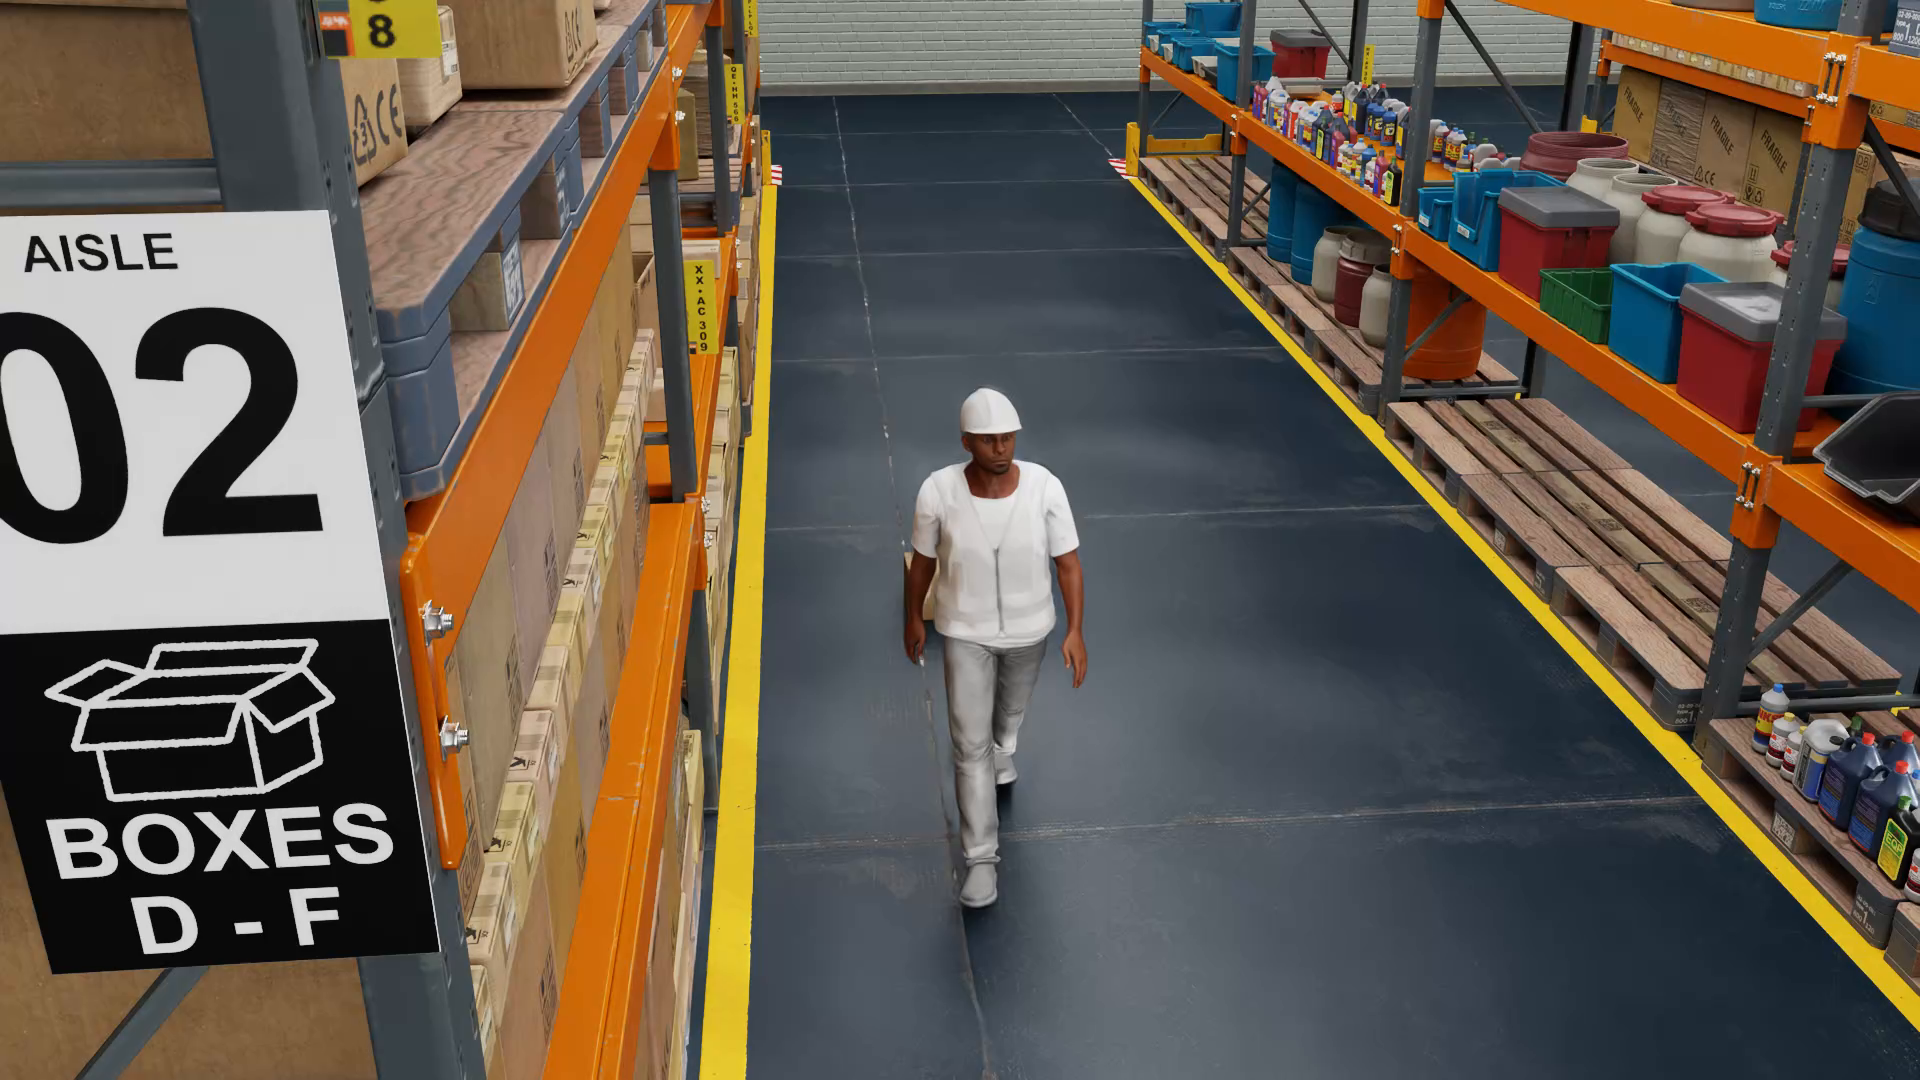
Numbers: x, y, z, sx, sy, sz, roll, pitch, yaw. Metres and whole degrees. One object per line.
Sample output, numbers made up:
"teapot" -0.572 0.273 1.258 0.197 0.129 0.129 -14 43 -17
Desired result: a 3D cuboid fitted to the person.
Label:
"person" 0.130 0.315 5.853 0.607 1.712 1.084 -4 24 -9
